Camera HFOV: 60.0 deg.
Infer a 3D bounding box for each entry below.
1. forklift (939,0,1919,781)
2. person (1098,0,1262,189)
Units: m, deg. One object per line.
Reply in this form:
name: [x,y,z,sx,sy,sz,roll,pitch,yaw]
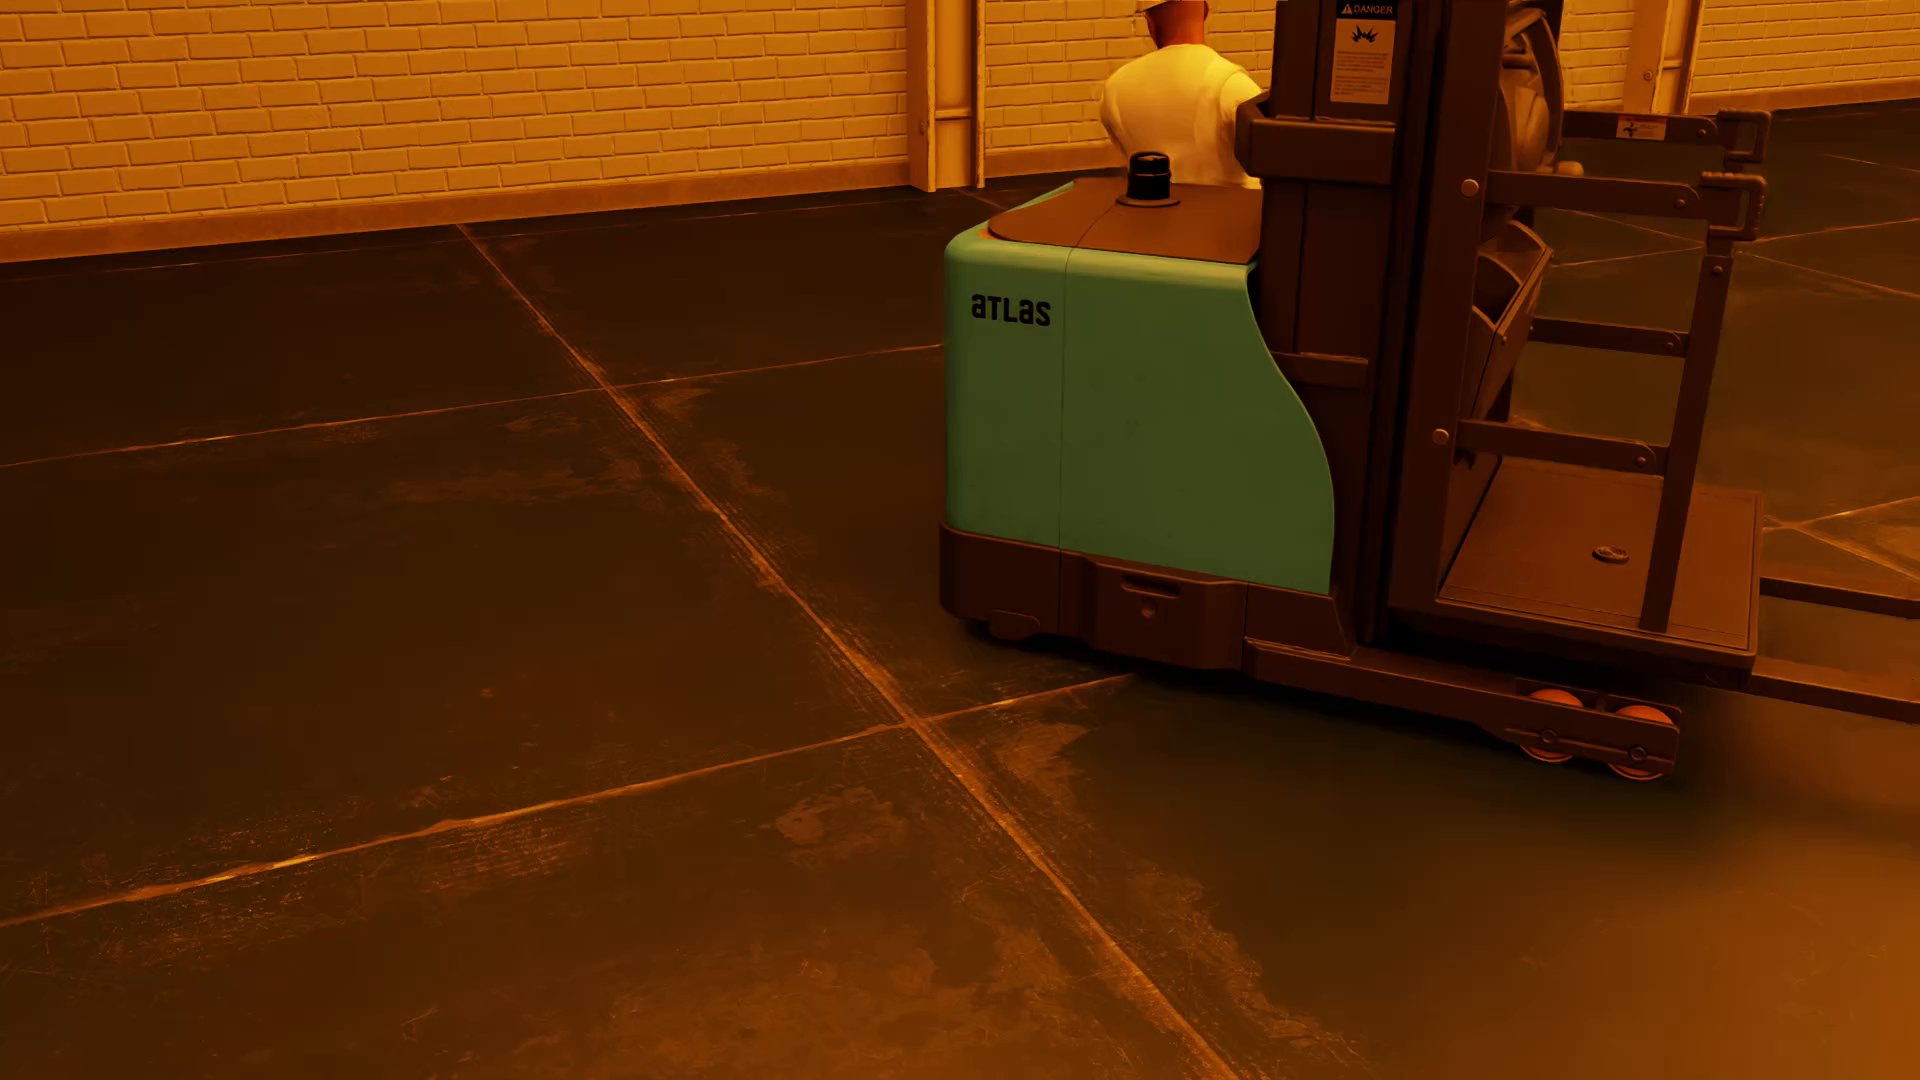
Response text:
forklift: [1.505,-1.038,3.786,3.031,2.935,1.130,10,25,23]
person: [0.810,-0.895,5.081,0.791,1.703,0.835,14,26,30]
